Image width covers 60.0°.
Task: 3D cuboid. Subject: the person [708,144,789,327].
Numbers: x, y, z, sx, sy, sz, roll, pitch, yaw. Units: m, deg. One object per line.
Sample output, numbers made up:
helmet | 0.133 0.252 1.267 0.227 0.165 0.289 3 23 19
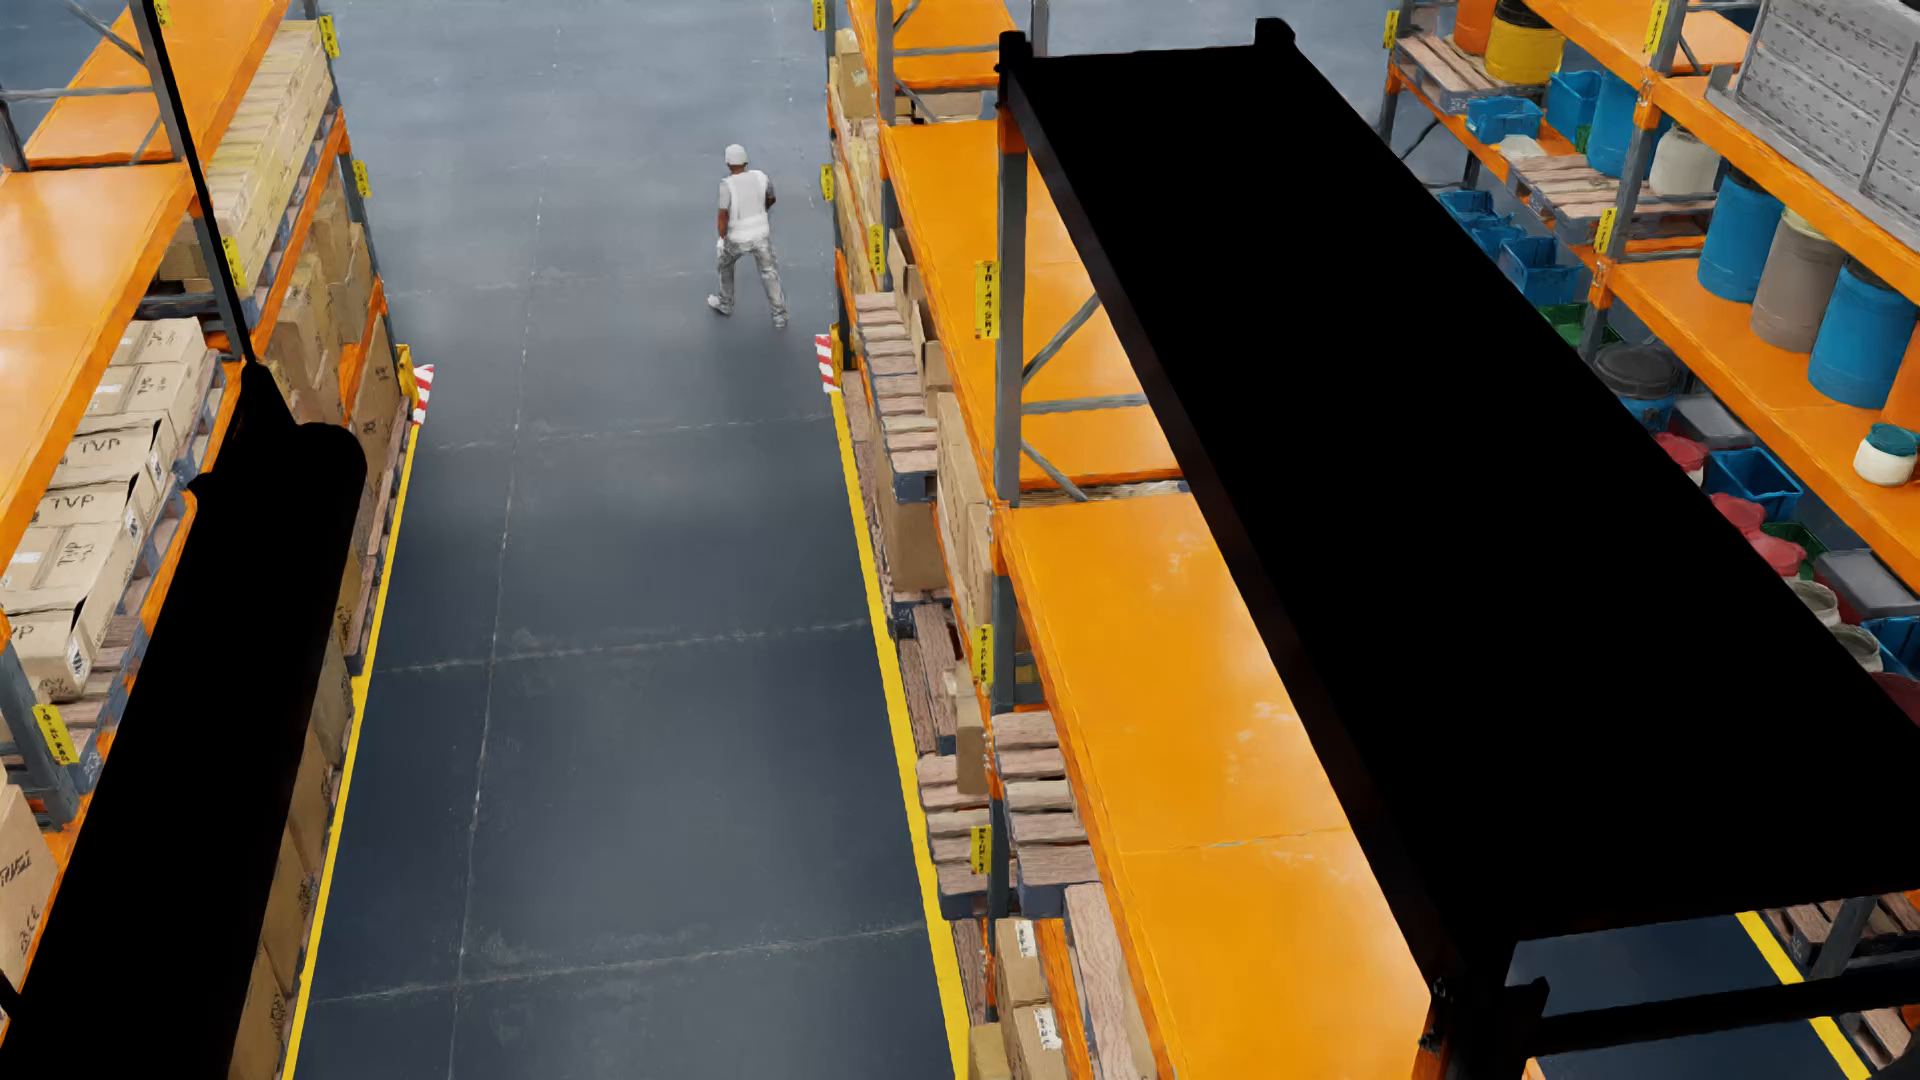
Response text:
person | -2.050 -2.935 15.991 0.692 1.723 0.846 -16 39 -21
